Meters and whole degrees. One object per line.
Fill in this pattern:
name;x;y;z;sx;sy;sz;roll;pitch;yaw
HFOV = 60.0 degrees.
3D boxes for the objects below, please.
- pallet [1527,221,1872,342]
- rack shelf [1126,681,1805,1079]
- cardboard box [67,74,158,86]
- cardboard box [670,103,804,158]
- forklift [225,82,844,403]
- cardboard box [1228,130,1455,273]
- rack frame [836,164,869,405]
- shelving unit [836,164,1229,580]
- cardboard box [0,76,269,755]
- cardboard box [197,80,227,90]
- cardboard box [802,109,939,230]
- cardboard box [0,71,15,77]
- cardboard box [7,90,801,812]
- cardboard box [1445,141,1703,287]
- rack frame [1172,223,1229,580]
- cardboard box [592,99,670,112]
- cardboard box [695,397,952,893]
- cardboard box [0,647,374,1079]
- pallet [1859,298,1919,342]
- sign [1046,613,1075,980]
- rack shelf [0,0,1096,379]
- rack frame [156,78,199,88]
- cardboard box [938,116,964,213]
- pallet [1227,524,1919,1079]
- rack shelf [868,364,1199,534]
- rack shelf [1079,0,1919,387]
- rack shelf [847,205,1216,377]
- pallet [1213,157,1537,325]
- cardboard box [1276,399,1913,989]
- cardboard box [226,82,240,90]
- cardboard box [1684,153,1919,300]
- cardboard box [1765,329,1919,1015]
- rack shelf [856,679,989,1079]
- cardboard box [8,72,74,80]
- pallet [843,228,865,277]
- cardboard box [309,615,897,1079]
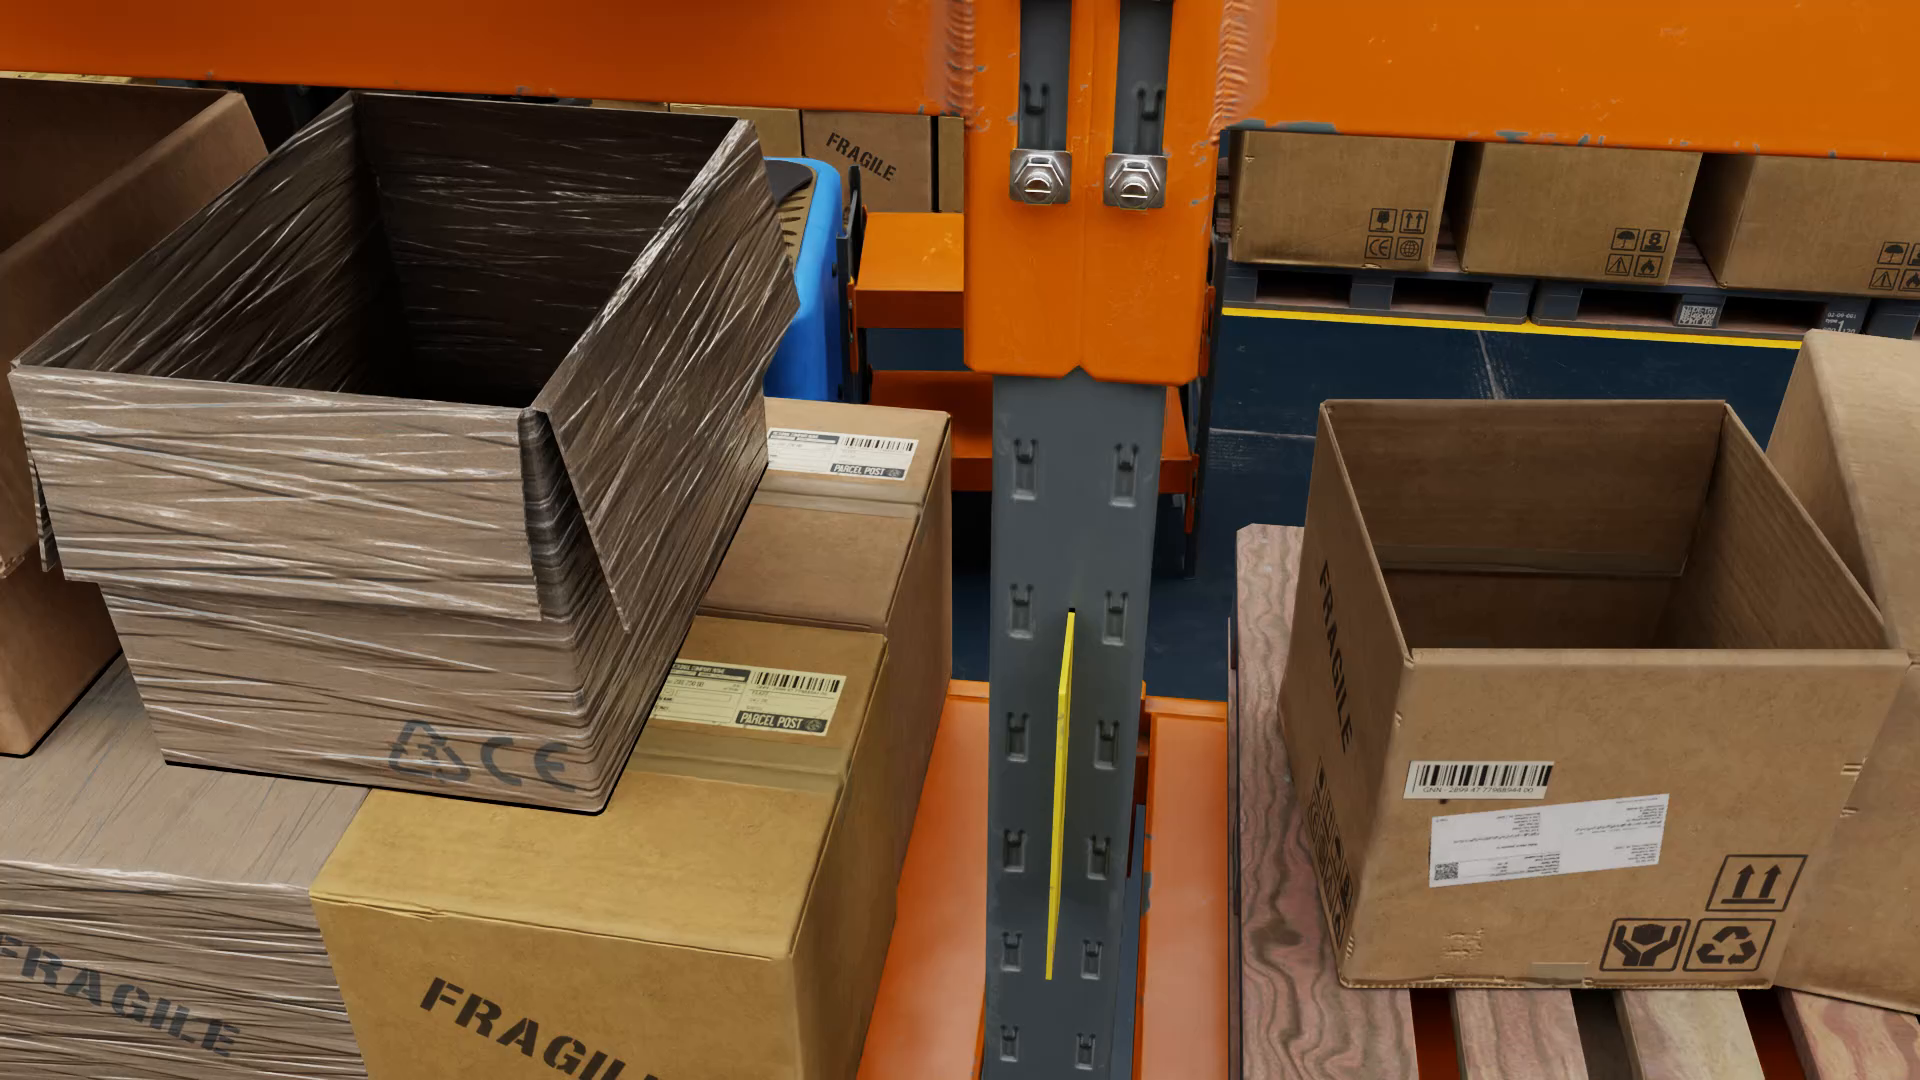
pallet;2.860;-1.154;6.685;1.213;0.211;1.003;4;36;6
rack shelf;2.133;0.809;2.154;4.000;0.370;1.077;4;36;6
cardboard box;-3.472;-1.908;6.921;0.250;0.149;0.380;5;36;7
cardboard box;-0.846;-1.604;6.706;0.500;0.500;0.500;3;36;4
forklift;-1.871;-1.222;4.439;3.031;2.935;1.130;1;36;1
cardboard box;1.474;-1.641;6.542;0.750;0.750;1.050;4;36;5
rack frame;-0.310;-0.492;4.971;0.032;1.125;0.500;1;36;1
shelving unit;0.198;-0.486;4.963;1.048;1.125;0.538;1;36;1
cardboard box;-1.220;-0.194;1.991;0.637;0.503;0.797;5;36;7
cardboard box;-3.405;-2.121;7.477;0.250;0.149;0.380;6;36;8
cardboard box;-0.319;-1.575;6.664;0.500;0.500;0.500;6;36;8
cardboard box;-3.978;-1.918;6.936;0.250;0.149;0.380;4;36;6
cardboard box;-0.574;-0.145;1.921;0.637;0.503;0.797;5;36;8
cardboard box;2.342;-1.578;6.454;0.750;0.750;1.050;5;36;7
rack frame;0.706;-0.480;4.954;0.032;1.125;0.500;1;36;1
cardboard box;-1.341;-1.655;6.778;0.500;0.500;0.500;5;36;7
cardboard box;-0.298;0.134;2.393;0.500;0.500;0.500;5;36;7
cardboard box;-0.865;0.393;2.031;0.500;0.500;0.500;4;36;6
pallet;4.074;-1.065;6.561;1.213;0.211;1.003;4;36;6
sign;0.082;0.217;1.368;0.005;0.325;0.100;4;36;6
rack shelf;-1.834;-0.708;1.697;4.000;0.370;1.077;4;36;6
rack frame;-3.086;-2.778;6.561;0.127;3.000;1.000;4;36;6
cardboard box;0.195;-1.534;6.608;0.500;0.500;0.500;4;36;6
pallet;0.870;0.437;2.220;1.003;0.211;1.213;4;36;6
rack shelf;0.198;-0.287;5.105;1.000;0.278;0.538;1;36;1
rack shelf;2.133;-0.412;1.283;4.000;0.370;1.077;4;36;6
rack shelf;0.198;-0.724;4.793;1.000;0.278;0.538;1;36;1
pallet;1.654;-1.246;6.814;1.213;0.211;1.003;4;36;6
cardboard box;0.690;0.173;1.978;0.500;0.500;0.500;0;36;0
cardboard box;-3.406;-2.001;7.564;0.250;0.149;0.380;3;36;4
cardboard box;3.265;-1.509;6.358;0.750;0.750;1.050;4;36;6
cardboard box;1.257;0.157;2.001;0.500;0.500;0.700;9;37;13
rack shelf;-1.834;0.513;2.569;4.000;0.370;1.077;4;36;6
cardboard box;-3.731;-1.904;6.916;0.250;0.149;0.380;5;36;7
pallet;0.107;-1.406;7.039;1.213;0.211;1.003;4;36;6
cardboard box;-0.372;0.433;1.975;0.500;0.500;0.500;5;36;7
